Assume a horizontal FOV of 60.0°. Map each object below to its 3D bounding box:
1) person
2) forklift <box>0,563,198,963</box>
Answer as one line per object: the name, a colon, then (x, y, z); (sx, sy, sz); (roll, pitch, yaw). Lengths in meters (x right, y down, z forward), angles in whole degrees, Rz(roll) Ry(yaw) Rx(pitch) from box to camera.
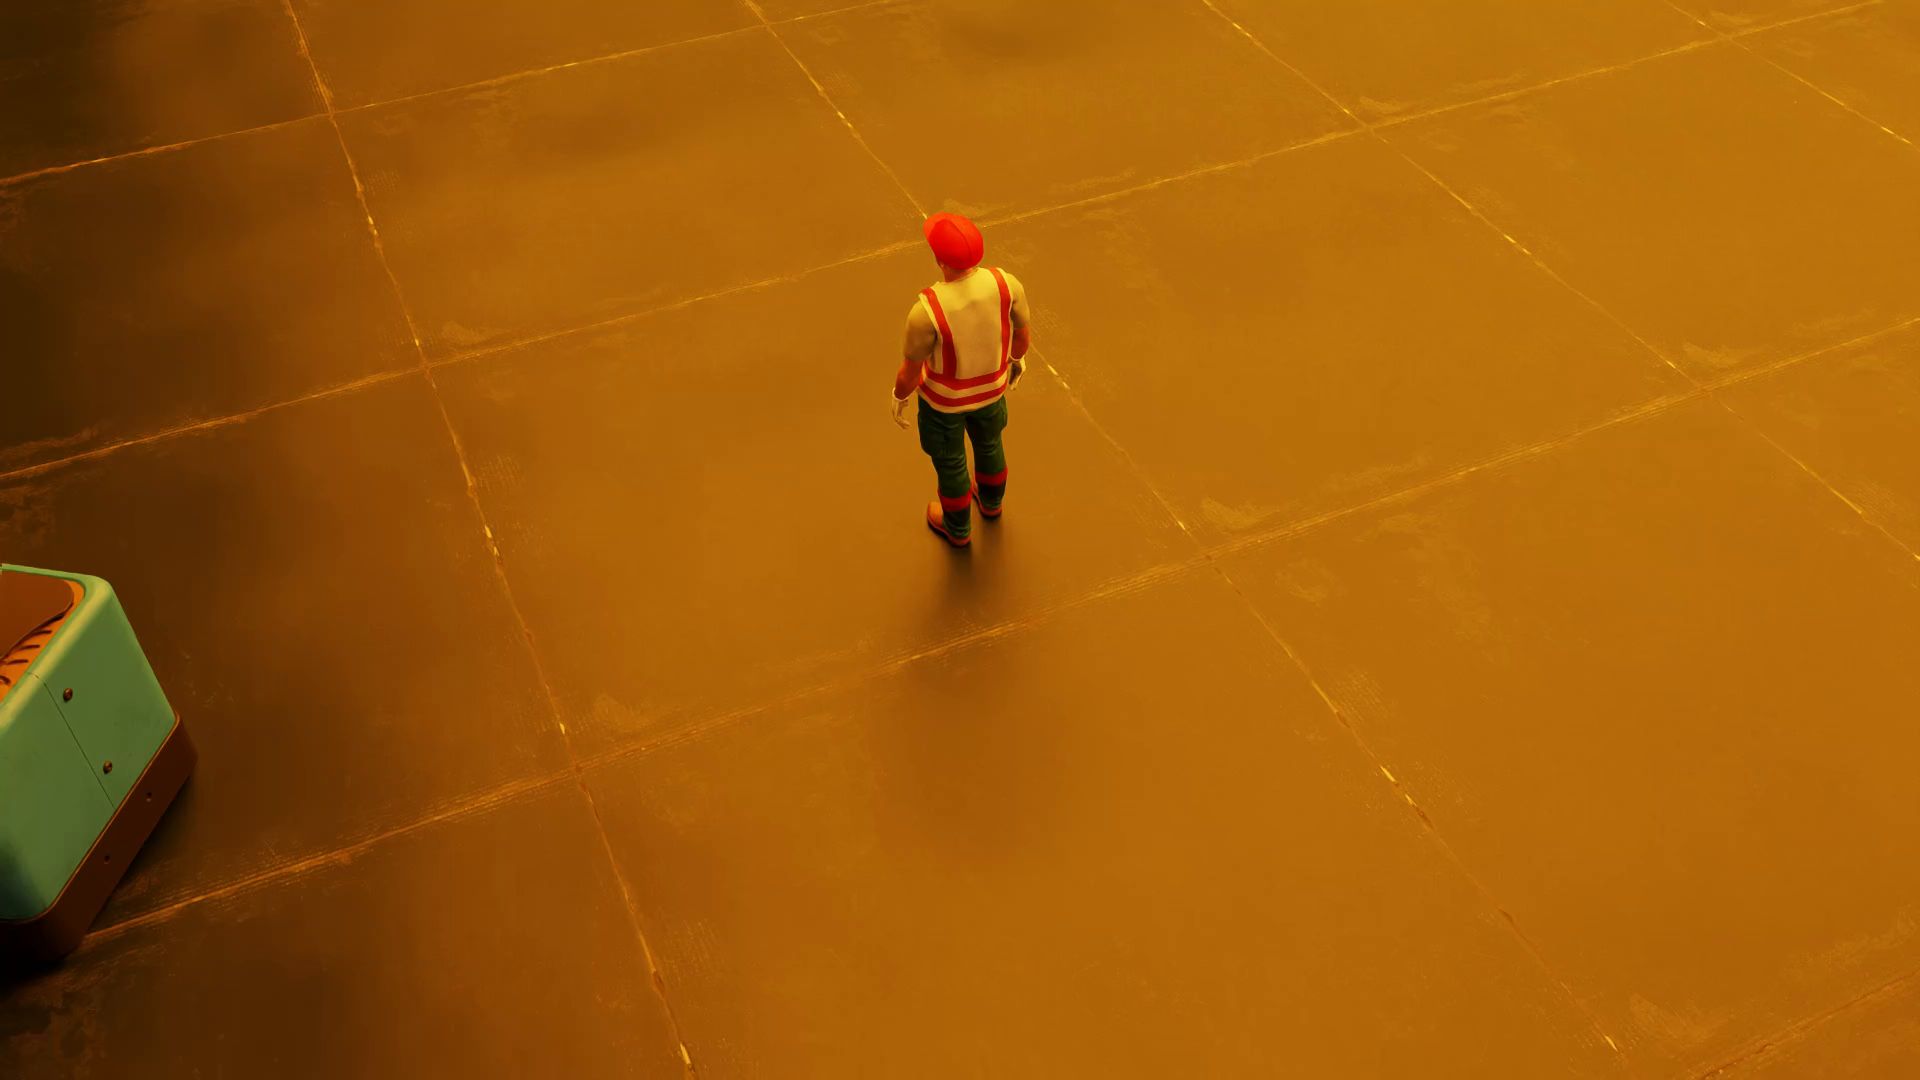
person: (-0.022, -0.713, 7.270); (0.637, 1.787, 0.564); (-18, 46, -18)
forklift: (-4.666, -0.002, 5.682); (3.031, 2.935, 1.130); (7, 43, 7)
